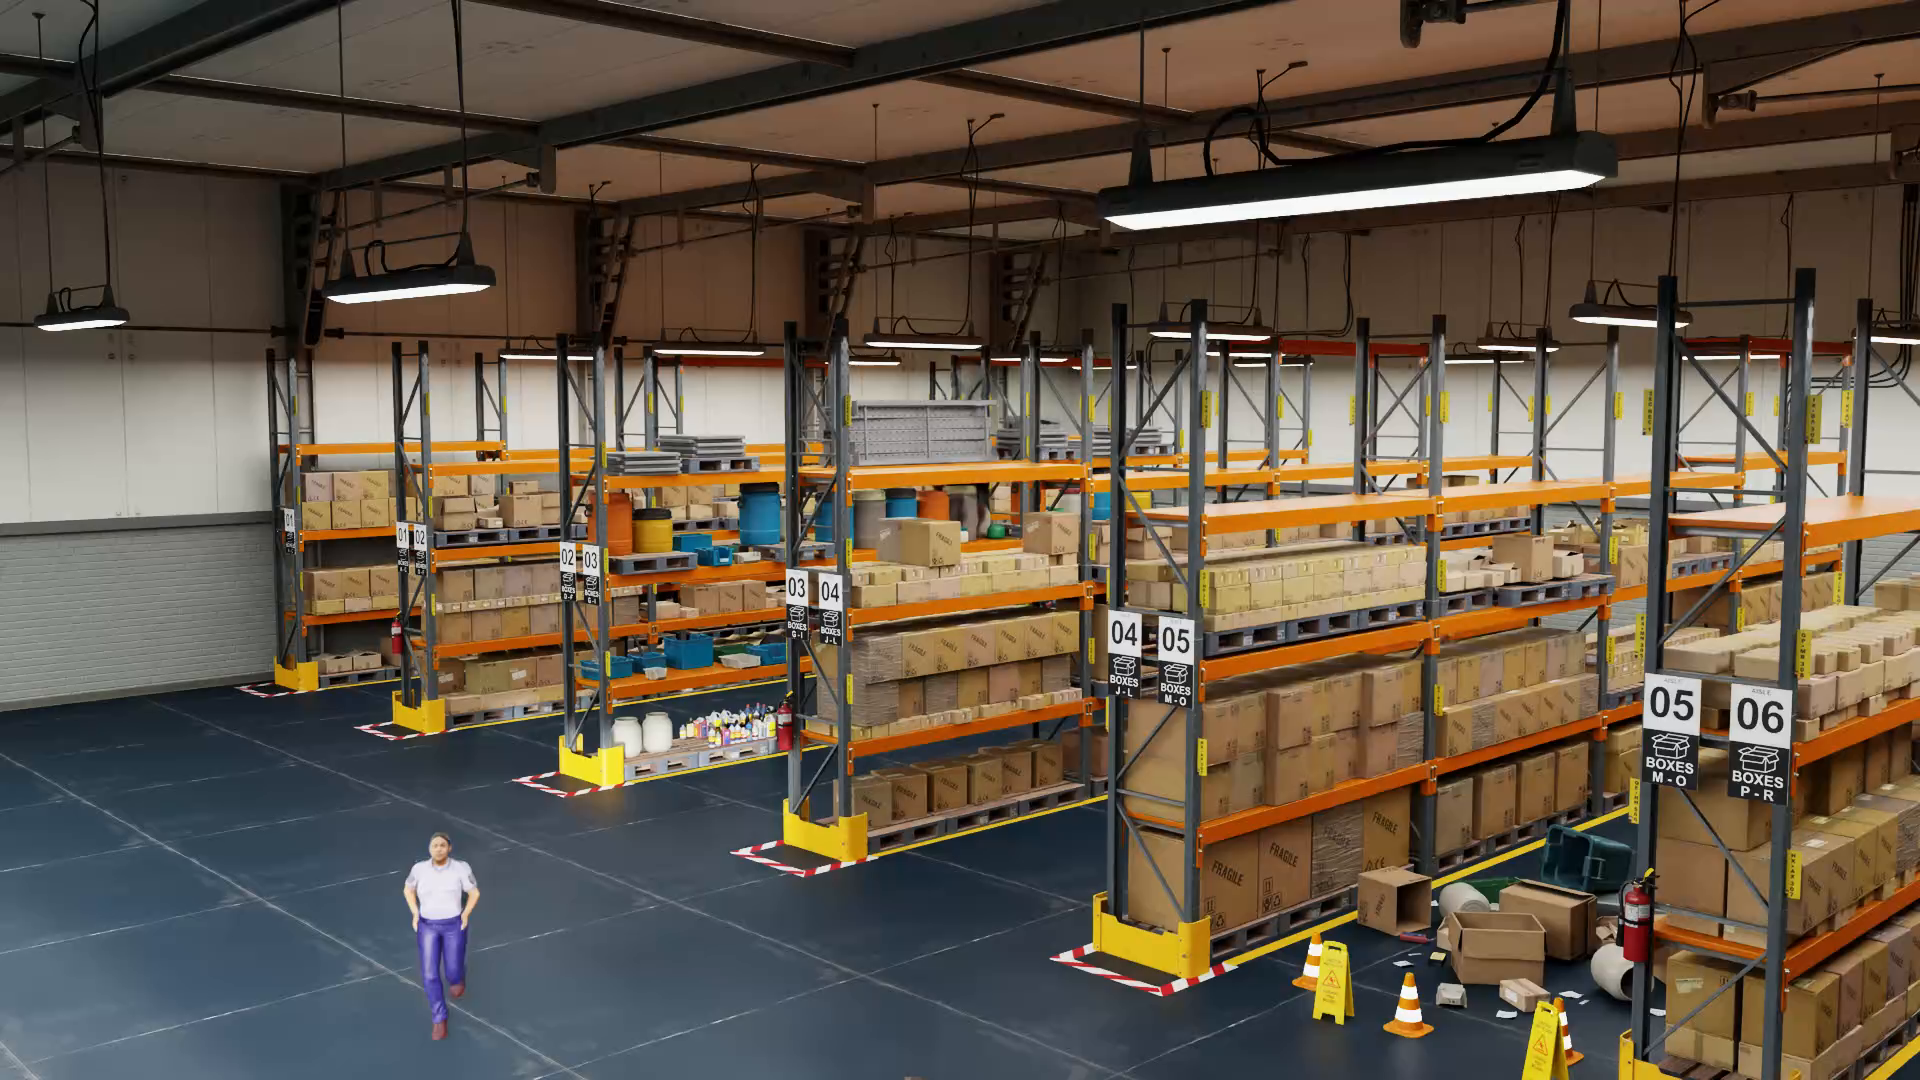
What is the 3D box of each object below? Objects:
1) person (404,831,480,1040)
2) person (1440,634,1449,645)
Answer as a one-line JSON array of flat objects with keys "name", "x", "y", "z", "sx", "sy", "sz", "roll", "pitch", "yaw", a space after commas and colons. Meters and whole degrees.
[{"name": "person", "x": -4.254, "y": 3.196, "z": 13.647, "sx": 0.607, "sy": 1.631, "sz": 0.703, "roll": -1, "pitch": 5, "yaw": -11}, {"name": "person", "x": 7.133, "y": 2.161, "z": 24.704, "sx": 0.647, "sy": 1.812, "sz": 0.746, "roll": 4, "pitch": 7, "yaw": 41}]
